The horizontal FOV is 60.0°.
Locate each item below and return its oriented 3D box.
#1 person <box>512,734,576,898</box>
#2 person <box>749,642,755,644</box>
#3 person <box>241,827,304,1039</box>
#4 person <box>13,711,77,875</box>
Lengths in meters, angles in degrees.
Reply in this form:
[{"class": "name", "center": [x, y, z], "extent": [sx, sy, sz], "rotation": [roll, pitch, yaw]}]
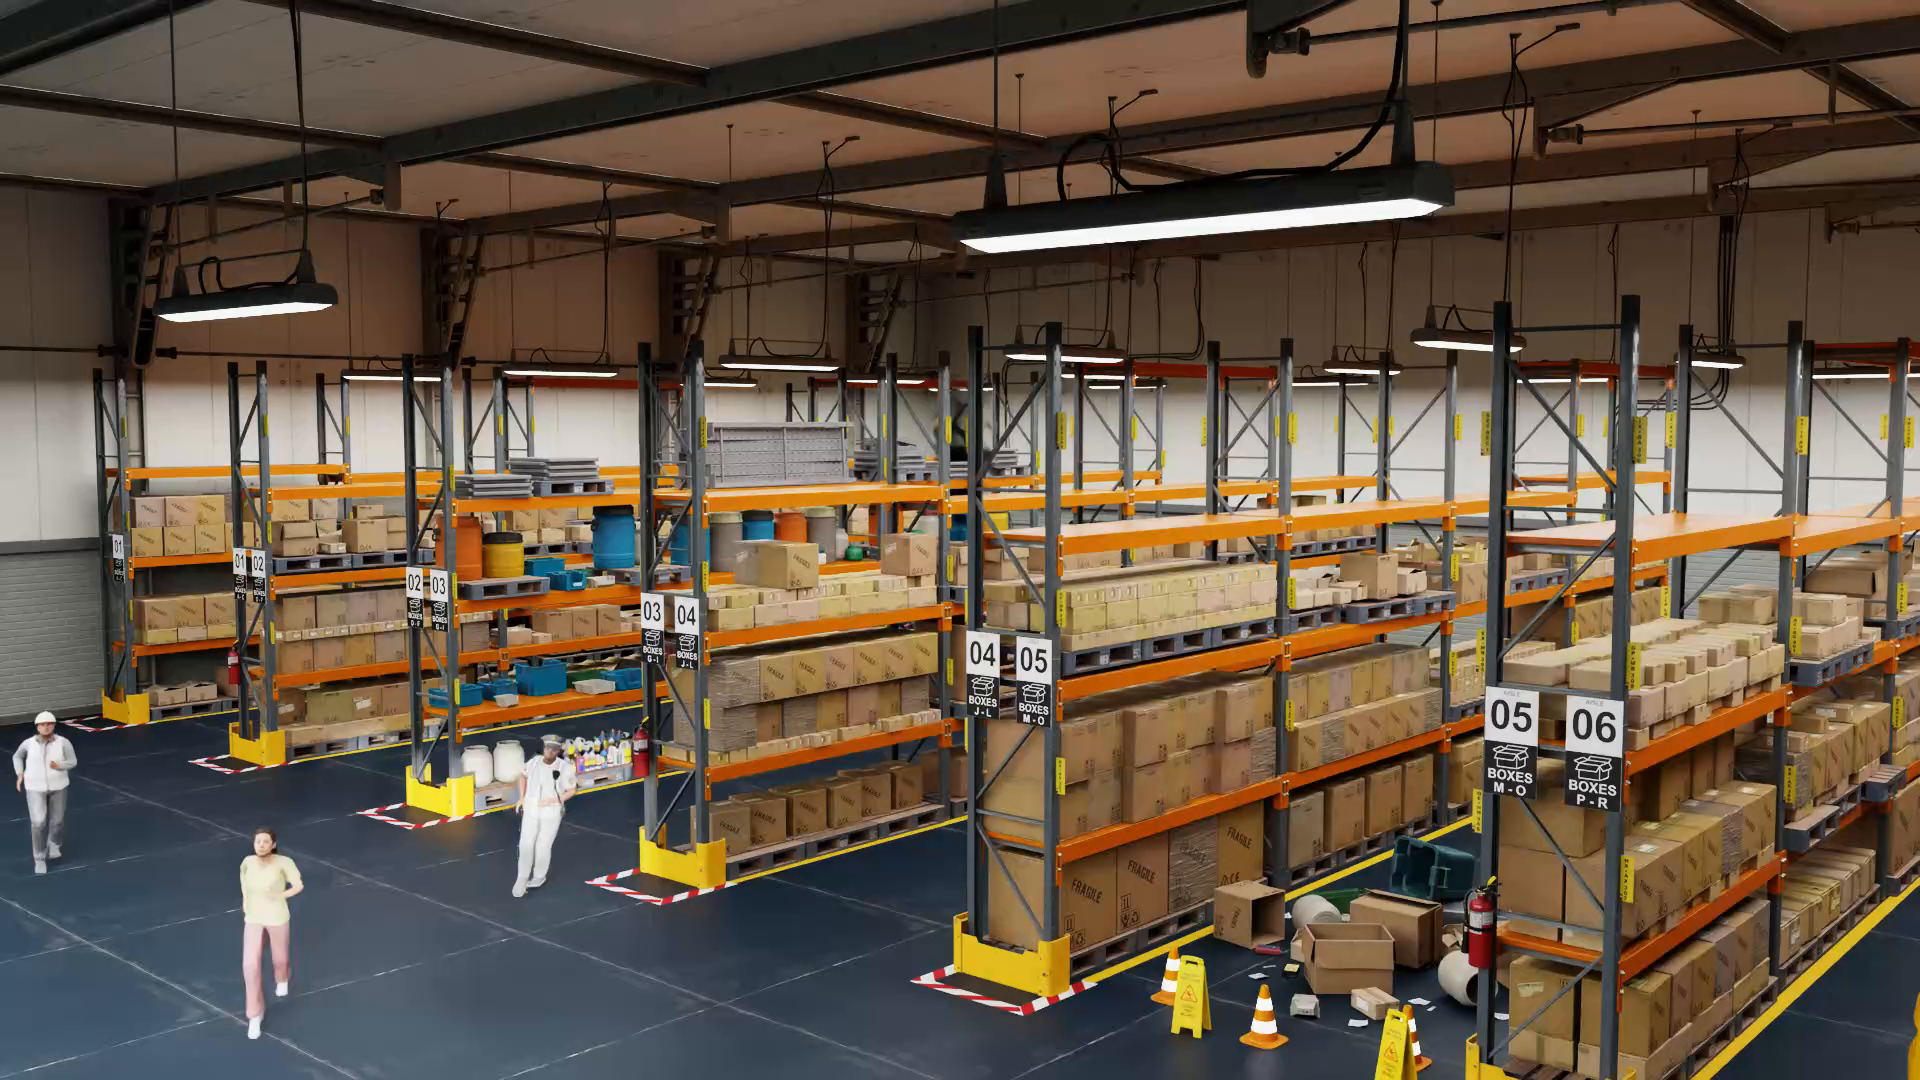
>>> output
[{"class": "person", "center": [-4.509, 2.967, 18.081], "extent": [0.668, 1.742, 0.673], "rotation": [0, 4, -3]}, {"class": "person", "center": [-3.324, 2.008, 28.120], "extent": [0.563, 1.679, 0.572], "rotation": [3, 5, 39]}, {"class": "person", "center": [-5.908, 3.295, 14.285], "extent": [0.545, 1.714, 0.990], "rotation": [-1, 4, -14]}, {"class": "person", "center": [-10.483, 2.881, 19.077], "extent": [0.613, 1.837, 0.769], "rotation": [-3, 5, -34]}]
